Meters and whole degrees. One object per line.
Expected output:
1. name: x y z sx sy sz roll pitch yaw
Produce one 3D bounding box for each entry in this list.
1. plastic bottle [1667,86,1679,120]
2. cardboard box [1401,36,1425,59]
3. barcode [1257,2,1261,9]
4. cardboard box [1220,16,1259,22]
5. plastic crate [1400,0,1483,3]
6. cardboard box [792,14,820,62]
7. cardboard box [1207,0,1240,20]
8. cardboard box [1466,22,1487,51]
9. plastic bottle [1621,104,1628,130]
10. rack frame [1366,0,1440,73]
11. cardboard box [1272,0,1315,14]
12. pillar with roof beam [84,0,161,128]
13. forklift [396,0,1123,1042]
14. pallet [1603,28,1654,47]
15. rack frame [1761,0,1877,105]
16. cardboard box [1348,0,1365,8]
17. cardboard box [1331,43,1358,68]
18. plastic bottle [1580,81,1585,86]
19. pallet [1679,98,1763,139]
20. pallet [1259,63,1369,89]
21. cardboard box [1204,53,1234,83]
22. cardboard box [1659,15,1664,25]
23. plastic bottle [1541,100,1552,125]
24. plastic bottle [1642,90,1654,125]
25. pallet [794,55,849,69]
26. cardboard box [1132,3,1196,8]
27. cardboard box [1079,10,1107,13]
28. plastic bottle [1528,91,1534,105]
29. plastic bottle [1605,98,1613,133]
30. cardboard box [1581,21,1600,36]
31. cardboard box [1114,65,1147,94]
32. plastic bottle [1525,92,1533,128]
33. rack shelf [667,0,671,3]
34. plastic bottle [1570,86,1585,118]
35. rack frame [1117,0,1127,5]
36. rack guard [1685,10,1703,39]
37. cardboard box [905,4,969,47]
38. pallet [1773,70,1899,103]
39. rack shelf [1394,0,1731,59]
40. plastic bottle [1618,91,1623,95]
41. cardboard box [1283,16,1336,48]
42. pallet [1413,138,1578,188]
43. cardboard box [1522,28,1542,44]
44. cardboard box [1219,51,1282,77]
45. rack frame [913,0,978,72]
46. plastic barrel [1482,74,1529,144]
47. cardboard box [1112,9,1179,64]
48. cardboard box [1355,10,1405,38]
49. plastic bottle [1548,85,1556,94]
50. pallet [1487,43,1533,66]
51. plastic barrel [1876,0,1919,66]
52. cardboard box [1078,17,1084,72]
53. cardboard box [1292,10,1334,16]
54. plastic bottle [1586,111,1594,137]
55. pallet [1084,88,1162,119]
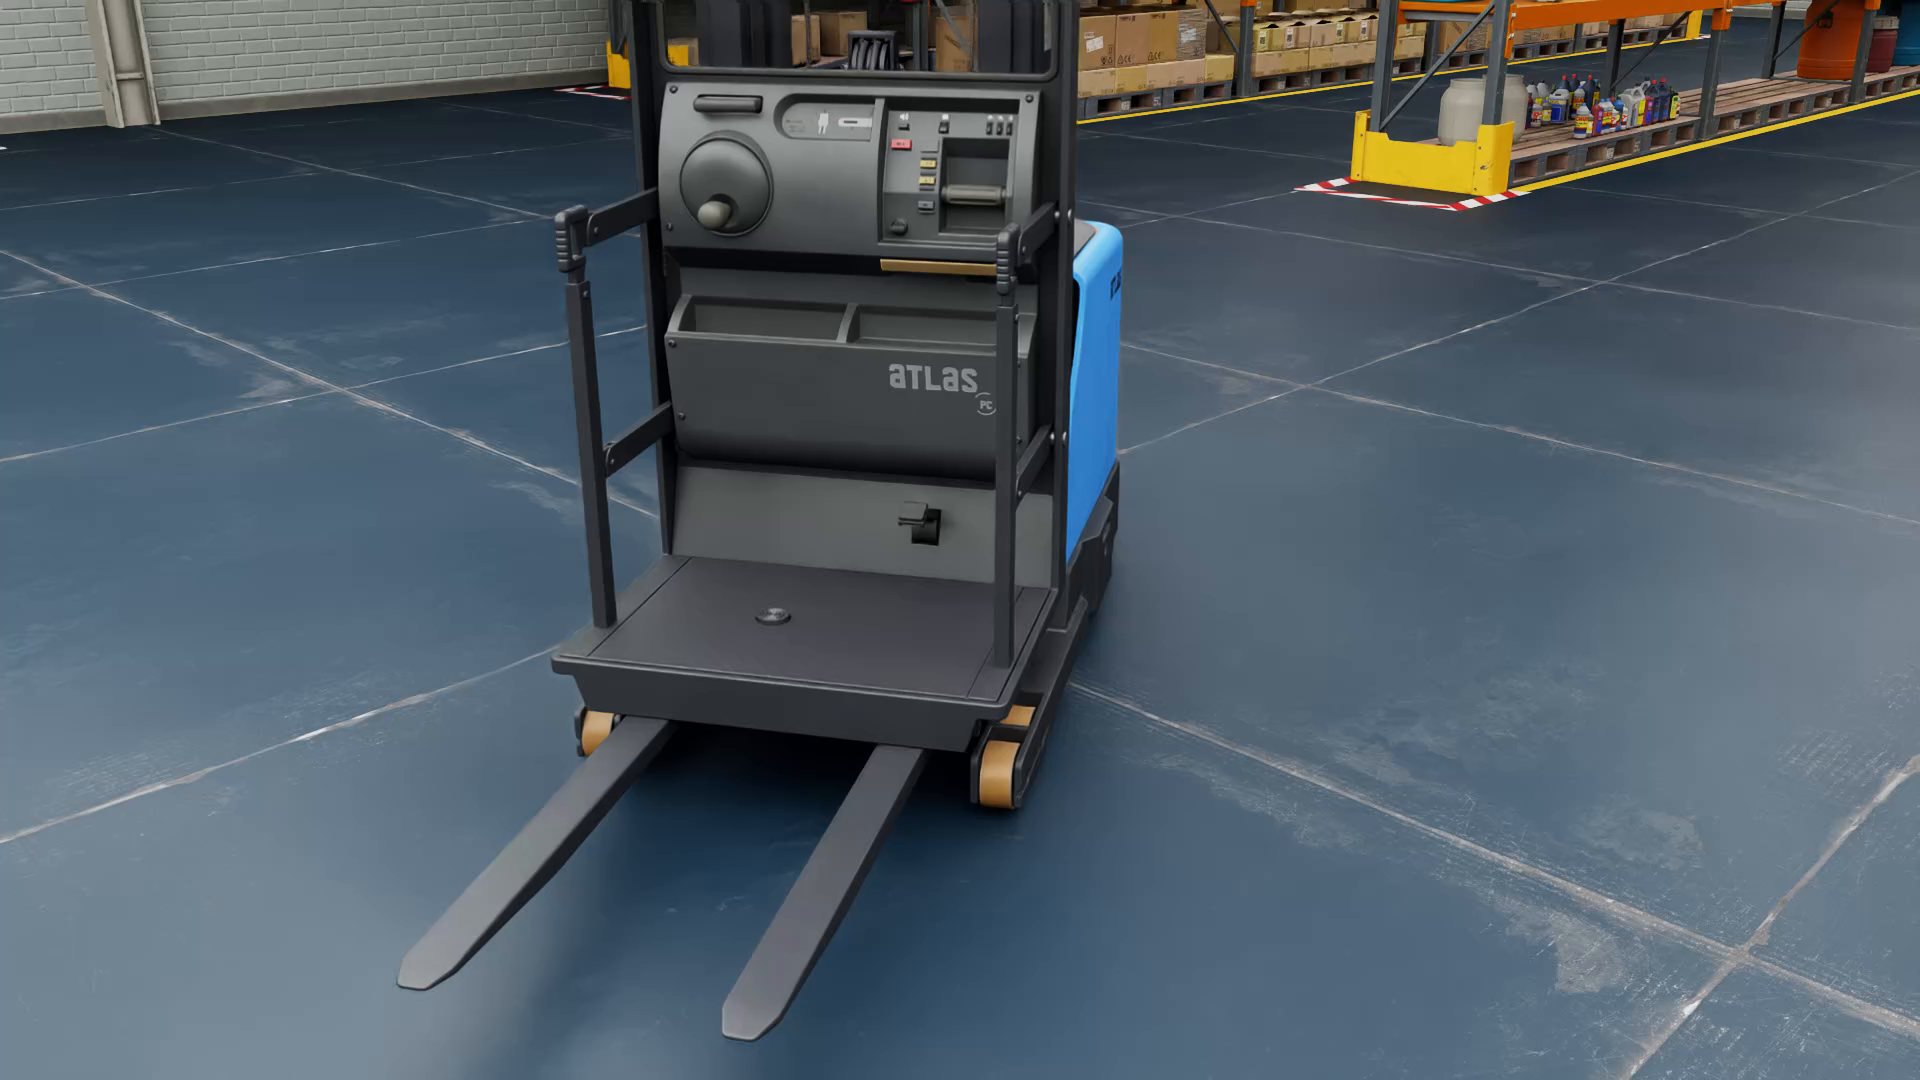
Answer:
1. plastic bottle: 6.192 -3.807 14.470 0.133 0.283 0.061 -18 28 -39
2. cardboard box: 5.343 -6.061 20.409 0.500 0.250 0.500 -19 28 -41
3. barcode: 3.221 -5.764 17.923 0.001 0.075 0.075 19 28 41
4. cardboard box: 3.180 -5.802 18.953 0.500 0.311 0.500 -19 28 -41
5. plastic crate: 3.635 -4.181 12.480 0.499 0.251 0.616 19 28 41
6. cardboard box: -2.105 -6.043 19.987 0.700 0.500 0.500 17 27 37
7. cardboard box: 3.795 -8.375 25.594 0.750 0.750 0.750 -19 28 -40
8. cardboard box: 6.418 -6.564 21.343 0.500 0.500 0.500 18 27 39
9. plastic bottle: 5.510 -3.527 13.856 0.097 0.201 0.097 0 21 0
10. rack frame: 5.535 -7.344 20.502 1.000 3.000 0.127 19 28 41
11. cardboard box: 5.369 -8.807 27.206 0.700 0.500 0.500 20 29 41
12. pillar with roof beam: -4.830 -7.104 11.514 9.100 9.000 0.400 19 28 41
13. forklift: -0.321 -0.880 3.779 1.130 2.935 3.031 5 22 12
14. pallet: 9.656 -7.562 24.955 1.003 0.211 1.213 19 28 41
15. rack frame: 9.081 -6.104 17.274 1.000 3.000 0.127 19 28 41
16. cardboard box: 6.448 -9.206 28.243 0.700 0.500 0.500 18 27 39
17. cardboard box: 4.276 -5.666 19.382 0.500 0.250 0.500 -20 28 -41
18. plastic bottle: 5.549 -3.947 14.846 0.135 0.276 0.152 -19 28 -40
19. pallet: 6.811 -3.985 15.649 1.003 0.211 1.213 19 28 41
20. pallet: 4.082 -5.529 19.665 1.003 0.211 1.213 19 28 41
21. cardboard box: 2.578 -5.055 17.792 0.500 0.250 0.500 19 28 41
22. cardboard box: 10.566 -8.001 25.545 0.380 0.166 0.250 19 28 41
23. plastic bottle: 4.990 -3.646 14.168 0.097 0.201 0.097 0 21 0
24. plastic bottle: 5.830 -3.674 14.124 0.133 0.283 0.061 -18 27 -39
25. pallet: -2.102 -5.757 20.258 1.003 0.211 1.213 19 28 41
26. cardboard box: 2.197 -5.538 18.004 0.500 0.500 0.500 19 28 41
27. cardboard box: 1.152 -5.152 16.999 0.500 0.500 0.500 19 28 41
28. plastic bottle: 4.760 -3.657 14.090 0.152 0.276 0.135 18 28 39
29. plastic bottle: 5.297 -3.481 13.640 0.097 0.271 0.097 0 21 0
30. cardboard box: 8.773 -7.377 23.720 0.500 0.311 0.500 19 28 41
31. cardboard box: 1.535 -4.668 16.785 0.500 0.250 0.500 19 28 41
32. plastic bottle: 4.740 -3.598 13.927 0.061 0.283 0.133 19 28 41
33. rack shelf: -2.203 -6.705 19.841 1.077 0.370 4.000 19 28 41
34. plastic bottle: 5.416 -3.836 14.564 0.097 0.271 0.097 0 21 0
35. rack frame: 1.983 -8.583 23.725 1.000 3.000 0.127 19 28 41
36. rack guard: 11.063 -8.214 26.249 1.175 0.500 0.348 19 28 41
37. cardboard box: -0.306 -6.787 21.922 0.500 0.500 0.700 -19 28 -40
38. pallet: 9.601 -5.015 18.328 1.003 0.211 1.213 19 28 41
39. rack shelf: 4.896 -4.226 13.390 1.077 0.370 4.000 19 28 41
40. plastic bottle: 5.598 -3.662 14.094 0.061 0.283 0.133 19 28 41
41. cardboard box: 3.924 -5.795 18.936 0.500 0.311 0.500 18 27 39
42. pallet: 4.090 -2.984 13.045 1.003 0.211 1.213 19 28 41
43. cardboard box: 7.485 -6.959 22.369 0.500 0.500 0.500 20 29 41
44. cardboard box: 3.203 -5.270 18.353 0.500 0.250 0.500 18 28 39
45. rack frame: -0.046 -5.288 15.151 1.000 3.000 0.127 19 28 41
46. plastic barrel: 4.255 -3.399 13.119 0.421 0.512 0.421 0 21 0
47. cardboard box: 1.874 -5.150 16.994 0.500 0.500 0.500 19 28 41
48. cardboard box: 4.988 -6.187 19.956 0.500 0.311 0.500 19 28 40
49. plastic bottle: 5.154 -3.829 14.528 0.133 0.283 0.061 -19 28 -40
50. pallet: 6.934 -6.537 22.288 1.003 0.211 1.213 19 28 41
51. plastic barrel: 10.986 -6.031 19.424 0.600 0.901 0.708 19 28 41
52. cardboard box: 0.835 -4.762 15.984 0.500 0.500 0.500 19 28 41
53. cardboard box: 4.241 -6.190 19.963 0.500 0.311 0.500 18 28 39
54. plastic bottle: 5.061 -3.361 13.425 0.097 0.201 0.097 0 21 0
55. pallet: 1.309 -4.505 17.002 1.003 0.211 1.213 19 28 41
